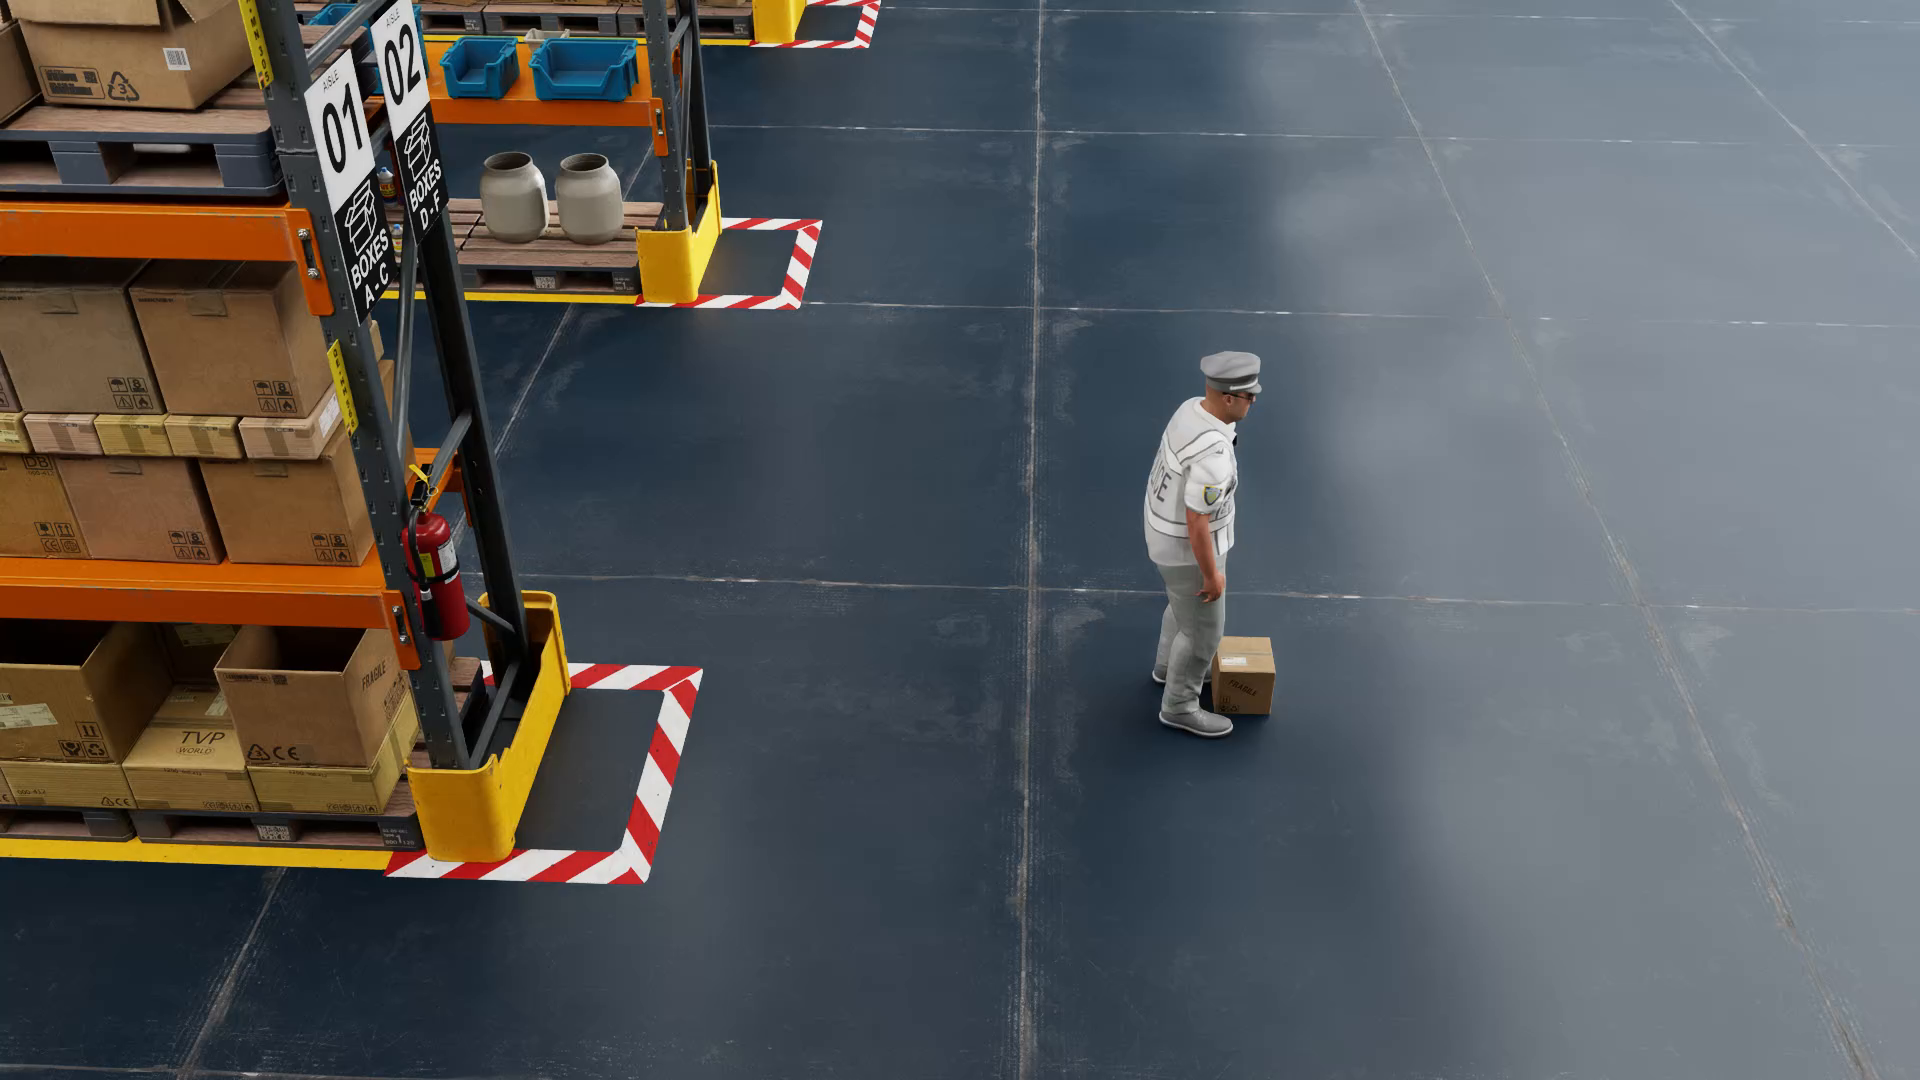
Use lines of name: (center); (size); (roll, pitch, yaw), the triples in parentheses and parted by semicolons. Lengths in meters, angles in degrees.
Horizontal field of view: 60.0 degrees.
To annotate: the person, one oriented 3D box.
person: (1.001, 0.004, 7.106); (0.432, 1.747, 0.585); (0, 35, 0)
